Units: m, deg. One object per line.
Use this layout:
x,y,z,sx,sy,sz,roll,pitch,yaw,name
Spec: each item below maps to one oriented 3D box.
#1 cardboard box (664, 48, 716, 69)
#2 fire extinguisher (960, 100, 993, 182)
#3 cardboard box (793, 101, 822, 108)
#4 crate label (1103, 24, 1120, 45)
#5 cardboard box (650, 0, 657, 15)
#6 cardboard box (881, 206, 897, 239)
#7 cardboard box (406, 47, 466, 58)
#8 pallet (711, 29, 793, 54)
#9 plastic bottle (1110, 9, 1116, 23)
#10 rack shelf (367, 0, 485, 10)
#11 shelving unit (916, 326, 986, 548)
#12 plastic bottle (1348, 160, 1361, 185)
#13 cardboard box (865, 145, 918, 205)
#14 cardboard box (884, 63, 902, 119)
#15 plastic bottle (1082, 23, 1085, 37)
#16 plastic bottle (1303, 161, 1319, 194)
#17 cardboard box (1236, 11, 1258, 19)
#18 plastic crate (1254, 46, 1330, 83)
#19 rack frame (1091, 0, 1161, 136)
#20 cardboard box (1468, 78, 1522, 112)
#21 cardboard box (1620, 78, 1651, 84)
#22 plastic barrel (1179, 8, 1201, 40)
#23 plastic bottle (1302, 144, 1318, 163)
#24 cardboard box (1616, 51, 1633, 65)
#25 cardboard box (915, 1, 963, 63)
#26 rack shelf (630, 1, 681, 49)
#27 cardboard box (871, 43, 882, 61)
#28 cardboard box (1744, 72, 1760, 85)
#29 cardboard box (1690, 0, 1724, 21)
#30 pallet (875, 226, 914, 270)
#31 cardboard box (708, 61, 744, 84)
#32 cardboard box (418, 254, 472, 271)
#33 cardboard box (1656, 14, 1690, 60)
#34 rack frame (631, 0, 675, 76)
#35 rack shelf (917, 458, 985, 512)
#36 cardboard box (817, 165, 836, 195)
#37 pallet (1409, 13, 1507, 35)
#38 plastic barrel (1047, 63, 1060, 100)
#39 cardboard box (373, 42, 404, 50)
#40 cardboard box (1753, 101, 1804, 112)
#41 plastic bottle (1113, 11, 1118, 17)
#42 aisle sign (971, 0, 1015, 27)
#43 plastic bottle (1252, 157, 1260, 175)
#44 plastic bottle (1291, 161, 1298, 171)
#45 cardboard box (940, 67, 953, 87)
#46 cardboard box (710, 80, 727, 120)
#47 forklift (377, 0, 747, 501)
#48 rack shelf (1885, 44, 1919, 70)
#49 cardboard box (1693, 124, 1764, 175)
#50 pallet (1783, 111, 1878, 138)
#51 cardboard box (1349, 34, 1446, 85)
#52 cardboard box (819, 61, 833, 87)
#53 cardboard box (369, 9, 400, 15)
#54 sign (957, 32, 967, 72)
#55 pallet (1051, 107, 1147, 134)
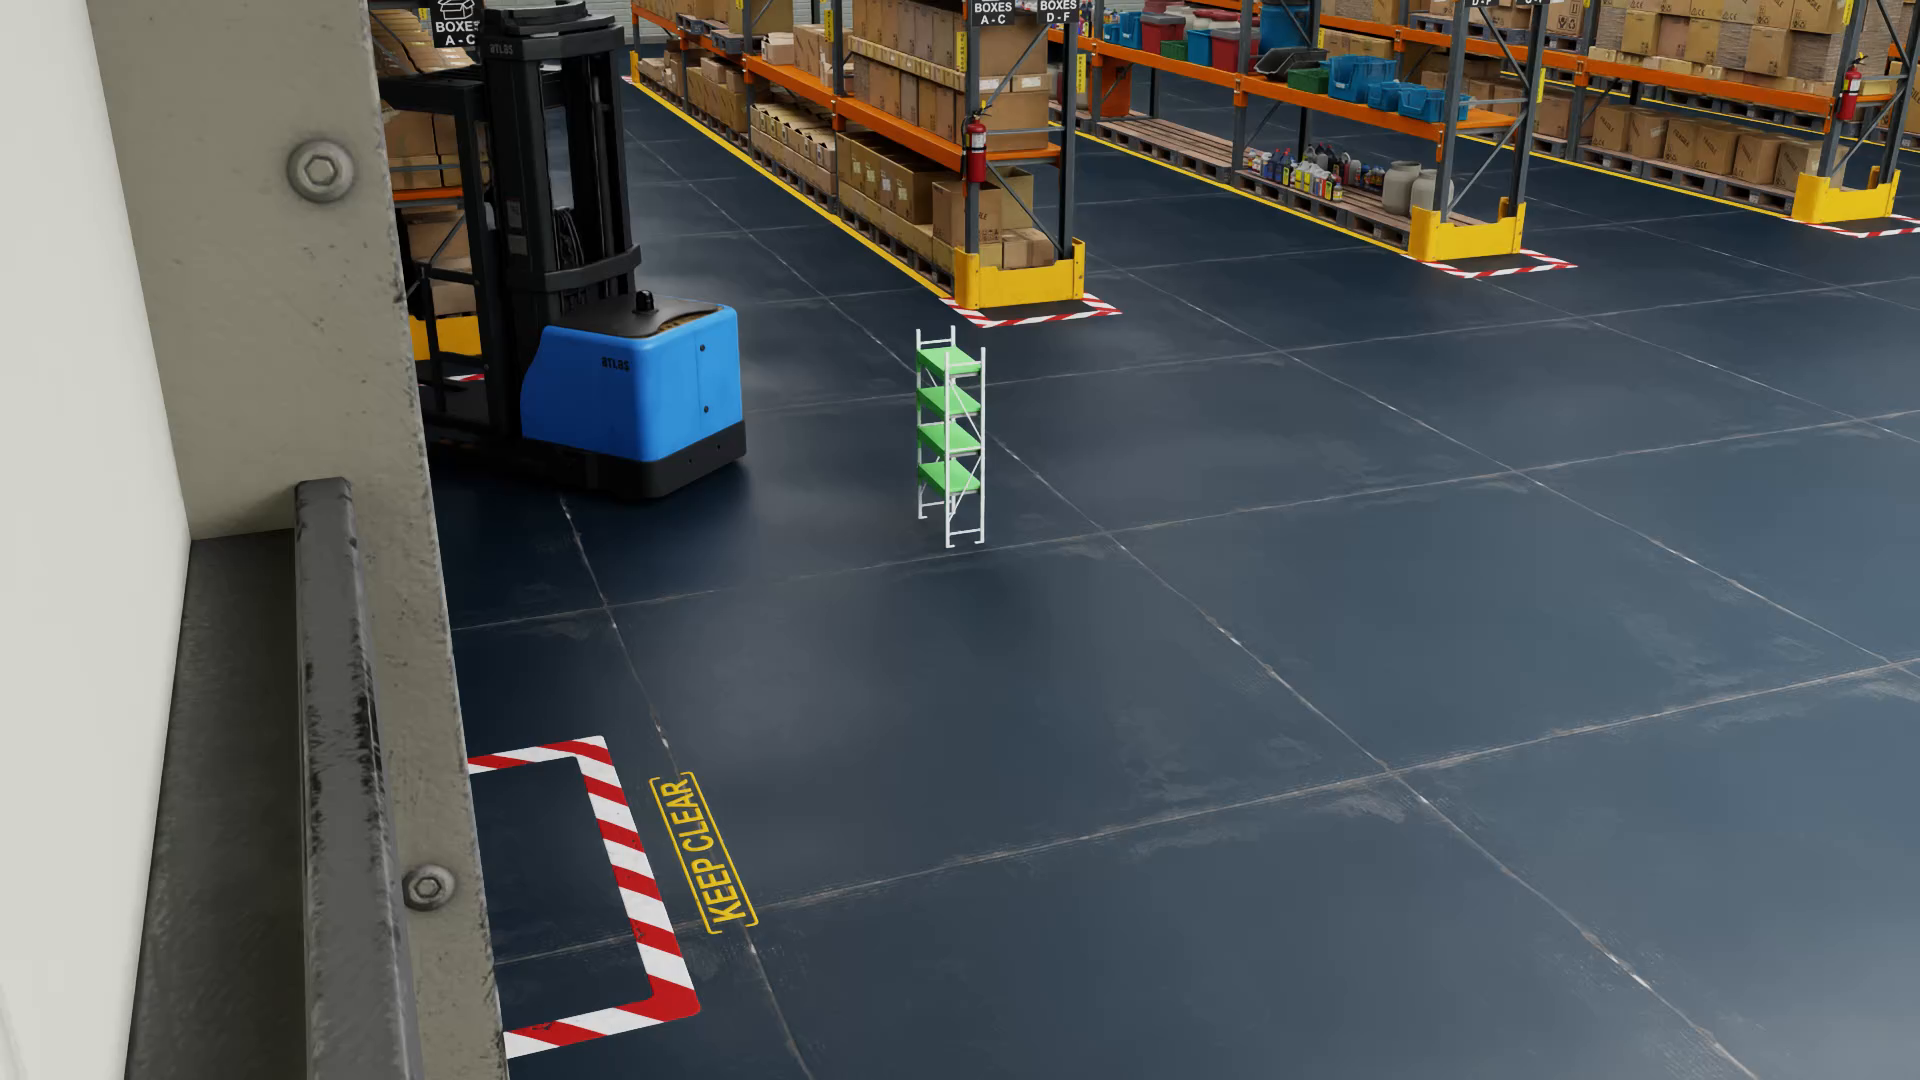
-4.376,-7.675,26.944,0.797,0.503,0.637,-8,24,-19,cardboard box
0.139,-3.438,14.344,0.296,0.674,0.183,-8,24,-19,fire extinguisher
-1.879,-5.516,21.451,0.500,0.311,0.500,-8,24,-18,cardboard box
2.139,-6.884,22.635,0.303,0.233,0.416,-8,24,-19,crate label
-4.673,-8.691,26.580,0.500,0.500,0.500,-8,24,-18,cardboard box
-0.475,-3.205,16.690,0.500,0.250,0.500,-8,24,-19,cardboard box
-4.876,-4.329,15.559,0.500,0.500,0.500,-8,24,-19,cardboard box
-2.599,-6.635,22.078,1.213,0.211,1.003,-8,24,-19,pallet
2.241,-7.620,24.317,0.061,0.283,0.133,-8,24,-19,plastic bottle
-4.808,-4.677,14.248,1.077,0.370,4.000,-8,24,-19,rack shelf
-0.058,-0.613,9.859,0.258,1.200,0.503,-8,24,-19,shelving unit
4.487,-4.219,19.037,0.152,0.276,0.135,-8,24,-18,plastic bottle
-0.657,-3.731,16.974,0.500,0.500,0.500,-8,24,-19,cardboard box
-0.353,-4.546,16.744,0.700,0.500,0.500,-8,24,-18,cardboard box
1.775,-7.207,23.442,0.097,0.201,0.097,0,23,0,plastic bottle
3.934,-4.053,18.548,0.144,0.351,0.185,-7,24,-17,plastic bottle
5.403,-8.764,29.075,0.875,0.875,0.875,-8,24,-19,cardboard box
3.820,-5.476,19.159,0.767,0.338,0.504,-8,24,-19,plastic crate
2.341,-7.165,23.088,1.000,3.000,0.127,-8,24,-19,rack frame
7.645,-6.250,23.569,0.700,0.500,0.500,-6,24,-15,cardboard box
11.173,-7.734,27.114,0.500,0.500,0.500,-8,24,-19,cardboard box
3.053,-6.719,21.886,0.421,0.512,0.421,0,23,0,plastic barrel
4.116,-4.480,19.560,0.144,0.351,0.185,-8,24,-19,plastic bottle
8.373,-5.977,20.591,0.380,0.149,0.250,-8,24,-19,cardboard box
-0.009,-4.788,15.649,0.700,0.500,0.500,-8,24,-19,cardboard box
-4.414,-8.336,26.791,1.077,0.370,4.000,-8,24,-19,rack shelf
-0.692,-4.975,16.927,0.380,0.149,0.250,-9,24,-19,cardboard box
9.159,-5.262,18.895,0.380,0.149,0.250,-8,24,-19,cardboard box
8.850,-6.294,19.221,0.500,0.500,0.500,-8,24,-19,cardboard box
-0.205,-3.010,16.819,1.003,0.211,1.213,-8,24,-19,pallet
-3.233,-6.582,23.391,0.500,0.250,0.500,-9,24,-20,cardboard box
-4.463,-2.334,14.520,0.500,0.311,0.500,-6,24,-15,cardboard box
8.903,-6.048,19.926,0.875,0.500,0.500,-8,24,-19,cardboard box
-5.120,-9.394,28.375,1.000,3.000,0.127,-8,24,-19,rack frame
-0.058,-0.333,9.977,0.258,0.148,0.480,-8,24,-19,rack shelf
-1.299,-4.071,18.746,0.500,0.250,0.500,-9,24,-20,cardboard box
7.326,-7.512,24.158,1.213,0.211,1.003,-8,24,-19,pallet
1.470,-6.991,25.337,0.421,0.512,0.421,0,23,0,plastic barrel
-5.543,-4.439,15.821,0.500,0.500,0.500,-9,24,-20,cardboard box
12.423,-6.757,24.474,1.050,0.750,0.750,-8,24,-19,cardboard box
2.255,-7.513,24.079,0.097,0.271,0.097,0,23,0,plastic bottle
0.280,-4.714,13.925,0.394,0.787,0.004,-8,24,-19,aisle sign
3.493,-4.412,19.593,0.097,0.201,0.097,0,23,0,plastic bottle
3.805,-4.190,18.976,0.097,0.271,0.097,0,23,0,plastic bottle
0.034,-4.226,15.150,0.380,0.149,0.250,-9,24,-20,cardboard box
-3.218,-6.224,23.505,0.500,0.500,0.500,-9,25,-21,cardboard box
-2.970,-1.991,10.900,3.031,2.935,1.130,12,26,27,forklift
13.770,-5.977,21.195,1.077,0.370,4.000,-8,24,-19,rack shelf
9.149,-4.652,19.802,0.500,0.500,0.500,-6,24,-14,cardboard box
12.721,-6.021,23.962,1.003,0.211,1.213,-8,24,-19,pallet
6.750,-7.313,25.633,1.225,0.875,0.875,-10,25,-21,cardboard box
-1.364,-5.266,18.755,0.396,0.266,0.258,-9,24,-20,cardboard box
-6.650,-6.118,19.072,0.380,0.149,0.250,-13,26,-28,cardboard box
0.019,-4.154,14.147,0.100,0.325,0.005,-8,24,-19,sign
2.024,-6.161,24.296,1.003,0.211,1.213,-8,24,-19,pallet
